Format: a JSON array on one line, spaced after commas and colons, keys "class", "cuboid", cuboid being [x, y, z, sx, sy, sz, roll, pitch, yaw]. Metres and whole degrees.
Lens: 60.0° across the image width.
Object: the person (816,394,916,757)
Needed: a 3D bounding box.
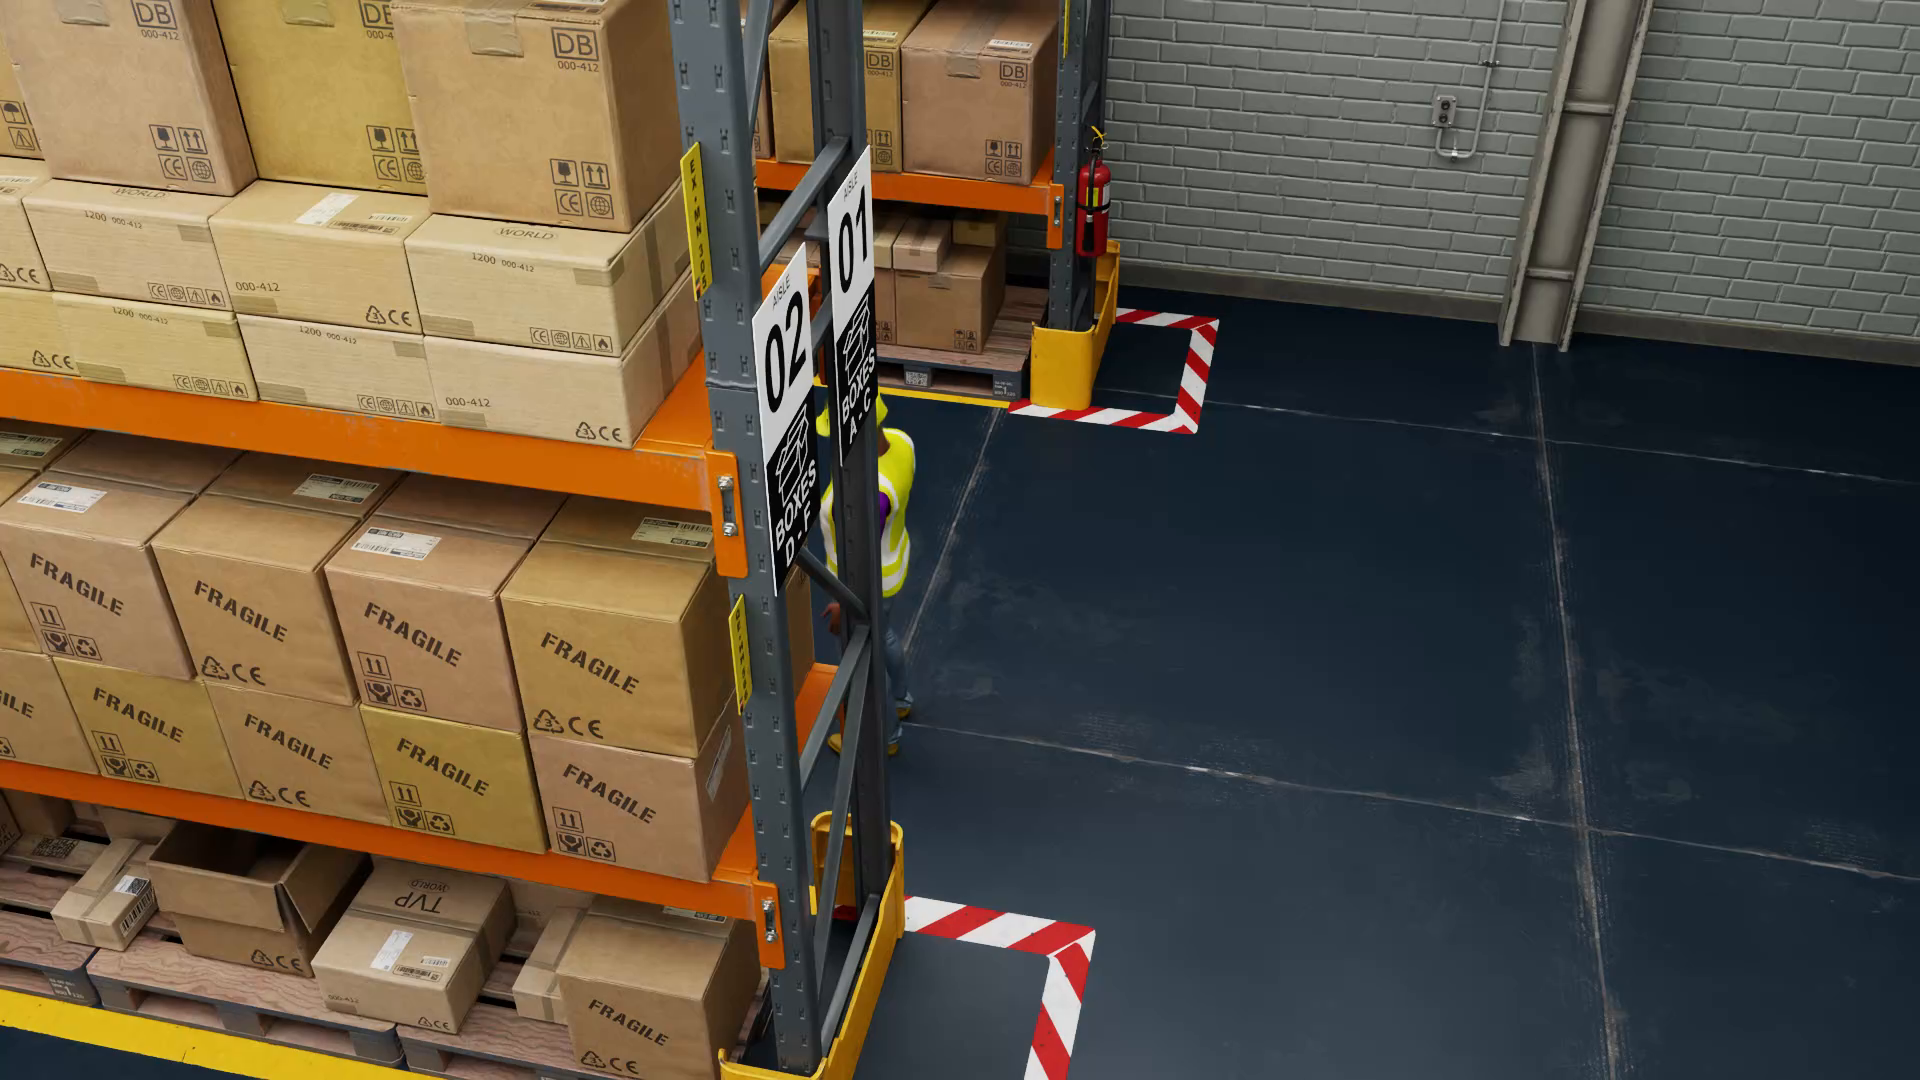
[{"class": "person", "cuboid": [-0.377, 0.137, 6.762, 0.363, 1.761, 0.567, 5, 37, 7]}]
